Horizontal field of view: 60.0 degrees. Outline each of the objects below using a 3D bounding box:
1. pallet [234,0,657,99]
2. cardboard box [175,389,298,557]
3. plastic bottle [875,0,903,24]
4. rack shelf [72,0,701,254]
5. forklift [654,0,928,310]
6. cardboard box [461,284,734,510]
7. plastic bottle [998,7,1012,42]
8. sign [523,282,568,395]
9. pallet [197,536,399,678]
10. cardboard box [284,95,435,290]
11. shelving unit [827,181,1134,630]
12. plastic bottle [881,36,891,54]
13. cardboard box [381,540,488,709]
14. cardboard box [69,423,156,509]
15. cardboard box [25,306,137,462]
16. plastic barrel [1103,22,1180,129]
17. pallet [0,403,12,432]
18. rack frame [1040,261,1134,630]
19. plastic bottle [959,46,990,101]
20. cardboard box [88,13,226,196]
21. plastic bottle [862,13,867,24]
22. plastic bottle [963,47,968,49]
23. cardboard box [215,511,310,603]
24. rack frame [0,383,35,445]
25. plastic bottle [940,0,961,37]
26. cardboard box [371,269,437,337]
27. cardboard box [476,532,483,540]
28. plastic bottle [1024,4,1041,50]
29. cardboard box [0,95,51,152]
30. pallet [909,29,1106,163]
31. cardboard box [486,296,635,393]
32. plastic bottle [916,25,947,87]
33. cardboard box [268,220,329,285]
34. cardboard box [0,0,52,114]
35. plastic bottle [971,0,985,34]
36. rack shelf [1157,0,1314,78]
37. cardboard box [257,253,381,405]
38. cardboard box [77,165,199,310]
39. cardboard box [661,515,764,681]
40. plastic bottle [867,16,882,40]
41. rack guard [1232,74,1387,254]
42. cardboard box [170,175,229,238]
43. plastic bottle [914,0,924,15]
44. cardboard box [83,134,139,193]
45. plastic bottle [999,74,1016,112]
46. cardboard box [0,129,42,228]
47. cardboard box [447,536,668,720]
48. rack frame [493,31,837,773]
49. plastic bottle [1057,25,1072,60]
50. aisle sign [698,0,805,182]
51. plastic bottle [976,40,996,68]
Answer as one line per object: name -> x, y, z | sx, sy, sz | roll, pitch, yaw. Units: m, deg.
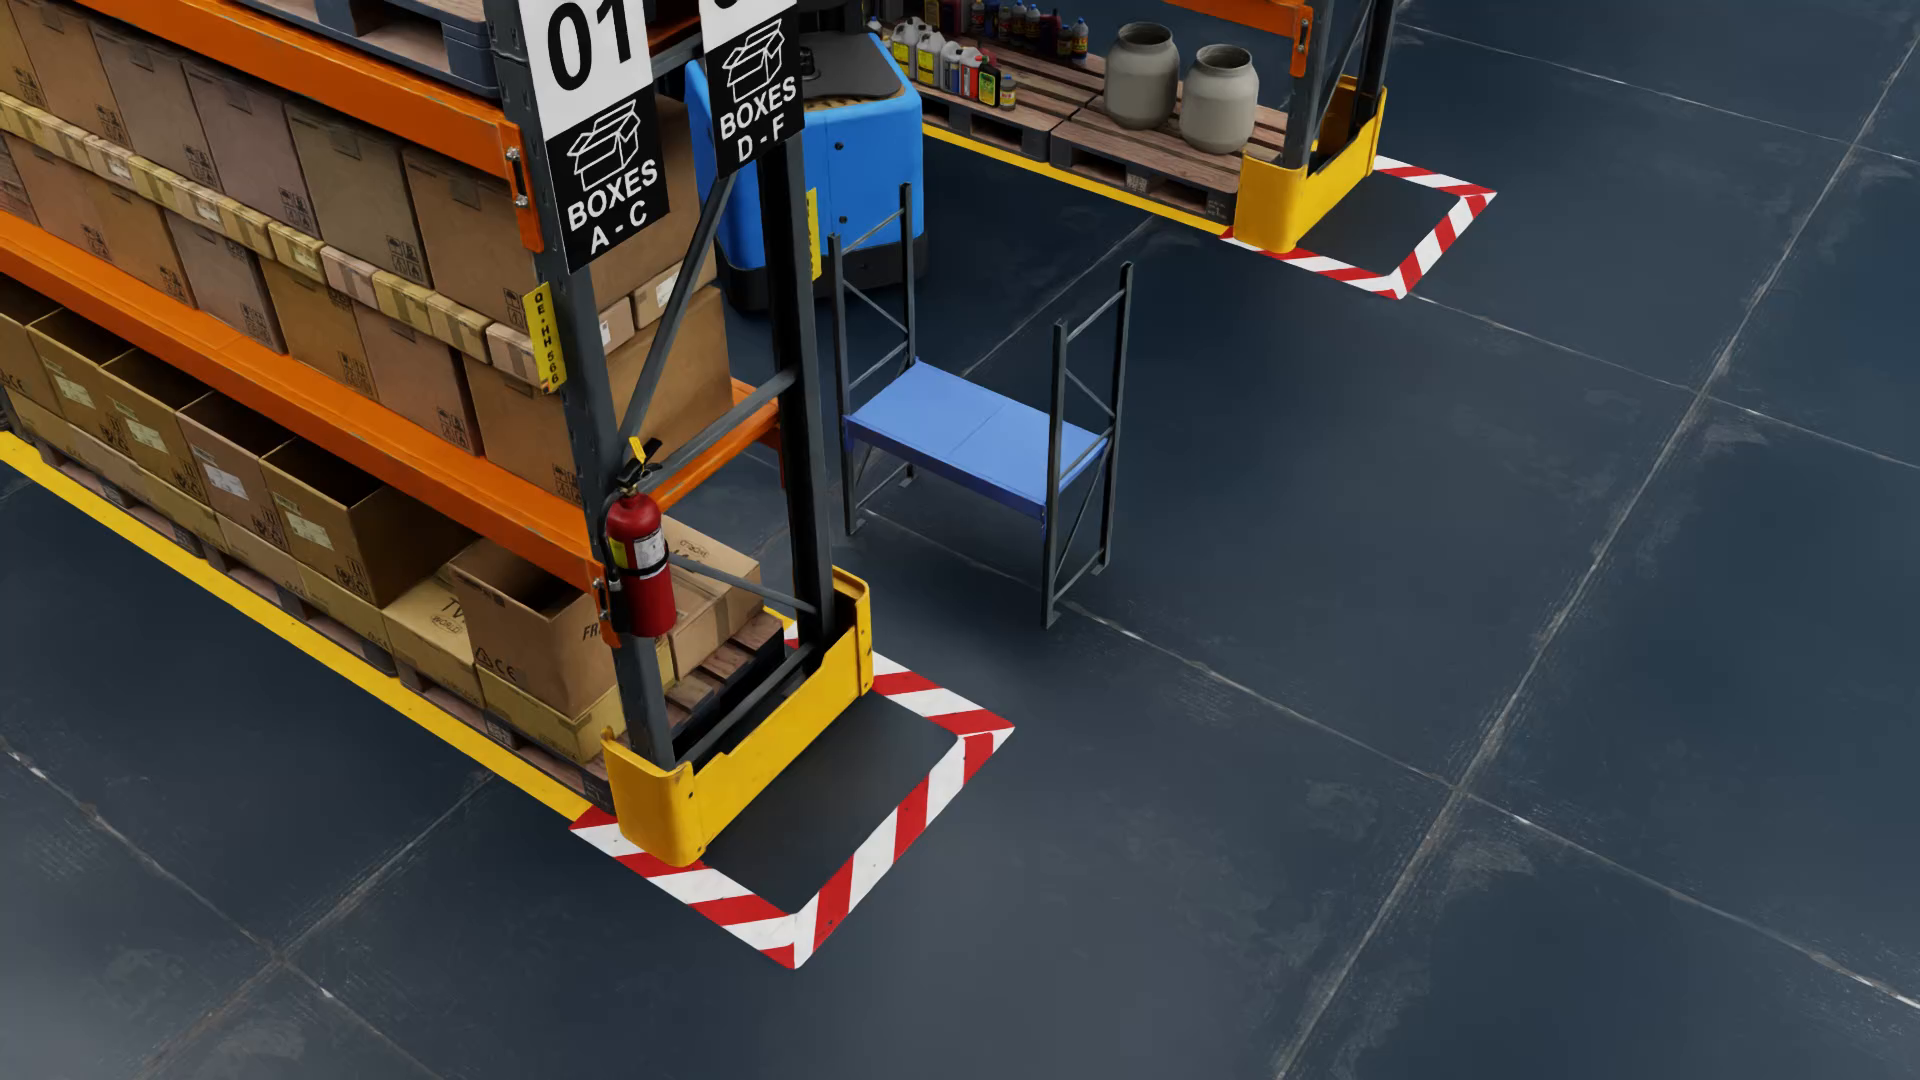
pallet -> -1.378, -1.693, 4.710 | 1.213, 0.211, 1.003 | 25, 48, 25
cardboard box -> -2.659, -0.345, 6.571 | 0.500, 0.500, 0.500 | 25, 48, 25
plastic bottle -> -0.456, -3.454, 10.573 | 0.135, 0.276, 0.152 | 25, 48, 25
rack shelf -> -2.451, -1.939, 5.458 | 4.000, 0.370, 1.077 | 25, 48, 25
forklift -> -1.136, -3.252, 8.687 | 1.130, 2.935, 3.031 | -13, 43, -14
cardboard box -> -1.188, -0.547, 5.536 | 0.500, 0.500, 0.700 | 25, 48, 25
plastic bottle -> 0.285, -3.219, 10.367 | 0.097, 0.201, 0.097 | 0, 42, 0
sign -> -1.136, -0.552, 4.572 | 0.005, 0.325, 0.100 | 25, 48, 25
pallet -> -2.458, -0.022, 7.116 | 1.213, 0.211, 1.003 | 25, 48, 25
cardboard box -> -1.665, -1.249, 5.348 | 0.500, 0.500, 0.700 | 24, 47, 24
shelving unit -> 0.070, -0.526, 6.713 | 1.048, 1.500, 0.538 | 25, 48, 25
plastic bottle -> -0.446, -2.950, 10.066 | 0.097, 0.201, 0.097 | 0, 42, 0
cardboard box -> -1.839, 0.316, 6.395 | 0.500, 0.250, 0.500 | 25, 48, 25
cardboard box -> -3.476, -0.450, 7.250 | 0.500, 0.250, 0.500 | 25, 48, 25
cardboard box -> -3.475, -0.731, 7.002 | 0.500, 0.500, 0.500 | 25, 48, 25
plastic barrel -> 1.041, -2.658, 9.522 | 0.421, 0.512, 0.421 | 0, 42, 0
pallet -> -4.714, -1.077, 8.295 | 1.213, 0.211, 1.003 | 25, 48, 25
rack frame -> 0.486, -0.332, 6.496 | 0.032, 1.500, 0.500 | 25, 48, 25
plastic bottle -> 0.088, -2.751, 9.787 | 0.135, 0.276, 0.152 | 25, 48, 26
cardboard box -> -2.489, -1.633, 5.778 | 0.500, 0.500, 0.700 | 25, 48, 25
plastic bottle -> -0.664, -3.127, 10.152 | 0.185, 0.351, 0.144 | 23, 47, 24
plastic bottle -> 0.030, -2.851, 9.956 | 0.097, 0.201, 0.097 | 0, 42, 0
cardboard box -> -2.657, -0.067, 6.823 | 0.500, 0.250, 0.500 | 25, 48, 25
rack frame -> -4.088, -1.855, 7.074 | 0.127, 3.000, 1.000 | 25, 48, 25
plastic bottle -> -0.057, -3.301, 10.396 | 0.133, 0.283, 0.061 | 25, 48, 25
cardboard box -> -1.660, -0.842, 5.380 | 0.250, 0.149, 0.380 | 24, 47, 25
cardboard box -> -1.945, -0.163, 6.930 | 0.500, 0.250, 0.500 | 25, 48, 25
plastic bottle -> 0.448, -3.169, 10.258 | 0.097, 0.271, 0.097 | 0, 42, 0
cardboard box -> -3.346, -1.632, 6.263 | 0.250, 0.149, 0.380 | 25, 47, 25
pallet -> 0.288, -2.772, 10.190 | 1.213, 0.211, 1.003 | 25, 48, 25
cardboard box -> -1.236, -0.645, 5.160 | 0.250, 0.149, 0.380 | 24, 47, 25
plastic bottle -> -0.164, -2.893, 9.890 | 0.185, 0.351, 0.144 | 27, 48, 27
cardboard box -> -2.080, -1.040, 5.601 | 0.250, 0.149, 0.380 | 27, 48, 27
cardboard box -> -3.307, -2.017, 6.206 | 0.500, 0.500, 0.700 | 25, 47, 25
plastic bottle -> 0.116, -3.298, 10.455 | 0.097, 0.201, 0.097 | 0, 42, 0
rack shelf -> 0.396, -3.524, 9.478 | 4.000, 0.370, 1.077 | 25, 48, 25
cardboard box -> -2.024, -0.938, 5.974 | 0.500, 0.500, 0.700 | 25, 48, 26
cardboard box -> -2.877, -1.333, 6.416 | 0.500, 0.500, 0.700 | 26, 48, 26
cardboard box -> -1.125, 0.218, 6.504 | 0.500, 0.250, 0.500 | 25, 48, 25
plastic bottle -> -0.522, -3.061, 10.138 | 0.097, 0.271, 0.097 | 0, 42, 0
rack guard -> 1.944, -2.098, 9.220 | 0.348, 0.500, 1.175 | 25, 48, 25
cardboard box -> -2.507, -1.238, 5.822 | 0.250, 0.149, 0.380 | 24, 47, 25
plastic bottle -> -0.234, -3.507, 10.627 | 0.133, 0.283, 0.061 | 28, 49, 28
cardboard box -> -2.922, -1.434, 6.042 | 0.250, 0.149, 0.380 | 24, 47, 24
plastic bottle -> 0.278, -2.611, 9.688 | 0.097, 0.201, 0.097 | 0, 42, 0
cardboard box -> -3.722, -1.726, 6.854 | 0.500, 0.500, 0.700 | 24, 47, 24
cardboard box -> -1.423, 0.222, 5.937 | 0.500, 0.500, 0.500 | 25, 48, 25
rack frame -> -0.814, -0.324, 5.362 | 0.127, 3.000, 1.000 | 25, 48, 25
plastic bottle -> 0.643, -3.052, 10.179 | 0.097, 0.201, 0.097 | 0, 42, 0
aisle sign -> -0.584, -1.434, 4.654 | 0.004, 0.787, 0.394 | 25, 48, 25
plastic bottle -> 0.148, -2.812, 9.850 | 0.133, 0.283, 0.061 | 25, 48, 25
